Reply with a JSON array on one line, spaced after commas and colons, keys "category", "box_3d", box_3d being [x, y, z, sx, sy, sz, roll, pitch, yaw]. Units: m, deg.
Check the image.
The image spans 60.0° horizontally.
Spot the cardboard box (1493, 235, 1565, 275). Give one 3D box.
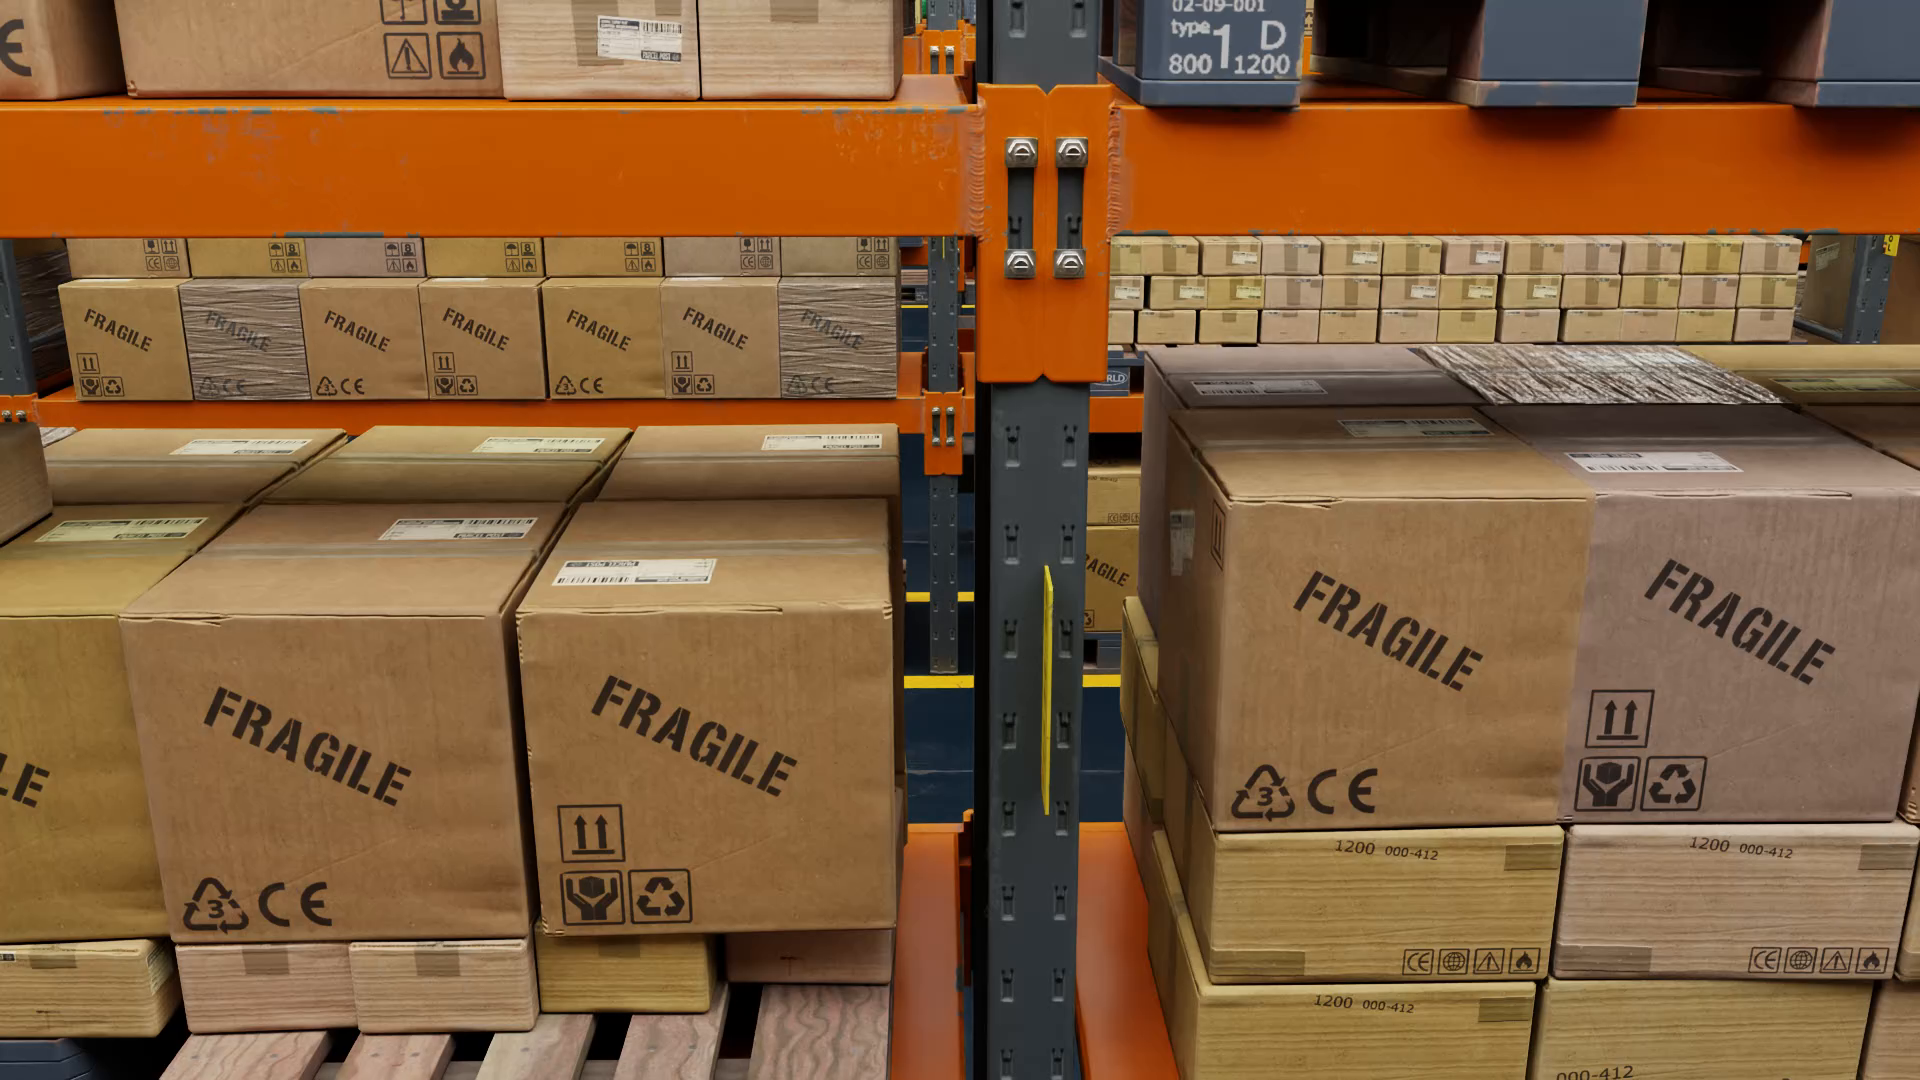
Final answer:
[{"category": "cardboard box", "box_3d": [2.485, -1.278, 7.372, 0.250, 0.149, 0.380, -1, 18, -3]}]

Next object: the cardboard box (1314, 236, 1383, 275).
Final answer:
[{"category": "cardboard box", "box_3d": [1.699, -1.274, 7.359, 0.250, 0.149, 0.380, 0, 18, 1]}]

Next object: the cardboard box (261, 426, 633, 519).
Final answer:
[{"category": "cardboard box", "box_3d": [-0.876, 0.098, 2.994, 0.500, 0.500, 0.500, 1, 18, 2]}]

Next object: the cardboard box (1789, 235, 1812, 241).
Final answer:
[{"category": "cardboard box", "box_3d": [6.062, -2.285, 12.172, 0.250, 0.149, 0.380, 0, 18, 0]}]

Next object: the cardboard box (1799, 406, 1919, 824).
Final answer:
[{"category": "cardboard box", "box_3d": [1.609, 0.096, 2.537, 0.500, 0.500, 0.500, 0, 18, 1]}]

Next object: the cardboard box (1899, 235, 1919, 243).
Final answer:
[{"category": "cardboard box", "box_3d": [4.374, -1.573, 7.253, 0.500, 0.500, 0.500, 0, 18, 0]}]

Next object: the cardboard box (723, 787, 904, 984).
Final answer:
[{"category": "cardboard box", "box_3d": [-0.226, 0.544, 2.665, 0.250, 0.149, 0.380, 0, 18, 1]}]

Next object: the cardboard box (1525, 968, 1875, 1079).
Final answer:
[{"category": "cardboard box", "box_3d": [1.105, 0.689, 2.735, 0.500, 0.250, 0.500, -1, 18, -2]}]

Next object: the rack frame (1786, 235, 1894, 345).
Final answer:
[{"category": "rack frame", "box_3d": [3.919, -0.980, 7.692, 0.127, 3.000, 1.000, 0, 18, -1]}]

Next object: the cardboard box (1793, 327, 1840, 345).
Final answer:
[{"category": "cardboard box", "box_3d": [4.201, -0.933, 7.957, 0.250, 0.149, 0.380, 0, 18, -1]}]

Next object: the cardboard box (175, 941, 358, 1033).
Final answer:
[{"category": "cardboard box", "box_3d": [-0.995, 0.581, 2.550, 0.250, 0.149, 0.380, -1, 18, -3]}]

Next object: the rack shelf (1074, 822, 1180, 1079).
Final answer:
[{"category": "rack shelf", "box_3d": [2.098, 0.884, 3.060, 4.000, 0.370, 1.077, 0, 18, -1]}]

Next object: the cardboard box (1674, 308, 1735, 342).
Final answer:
[{"category": "cardboard box", "box_3d": [3.265, -0.996, 7.467, 0.250, 0.149, 0.380, 0, 18, -1]}]

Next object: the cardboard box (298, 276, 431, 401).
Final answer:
[{"category": "cardboard box", "box_3d": [-2.545, -0.914, 7.321, 0.500, 0.500, 0.500, 0, 18, -1]}]

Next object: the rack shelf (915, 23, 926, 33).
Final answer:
[{"category": "rack shelf", "box_3d": [-2.058, -3.552, 11.977, 4.000, 0.370, 1.077, 0, 18, -1]}]

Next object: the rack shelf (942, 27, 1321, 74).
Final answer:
[{"category": "rack shelf", "box_3d": [1.919, -2.056, 7.313, 4.000, 0.370, 1.077, 0, 18, -1]}]

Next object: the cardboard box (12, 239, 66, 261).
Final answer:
[{"category": "cardboard box", "box_3d": [-4.450, -1.536, 7.411, 0.550, 0.550, 0.875, 0, 18, -1]}]

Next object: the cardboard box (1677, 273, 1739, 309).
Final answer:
[{"category": "cardboard box", "box_3d": [3.261, -1.138, 7.421, 0.250, 0.149, 0.380, 0, 18, 0]}]

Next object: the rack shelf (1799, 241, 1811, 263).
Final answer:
[{"category": "rack shelf", "box_3d": [5.941, -2.162, 12.555, 4.000, 0.370, 1.077, 0, 18, -1]}]

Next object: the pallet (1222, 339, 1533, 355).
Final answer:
[{"category": "pallet", "box_3d": [1.898, -0.891, 7.730, 1.213, 0.211, 1.003, 0, 18, -1]}]

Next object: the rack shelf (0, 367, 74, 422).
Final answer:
[{"category": "rack shelf", "box_3d": [-6.080, -0.589, 7.651, 4.000, 0.370, 1.077, 0, 18, -1]}]

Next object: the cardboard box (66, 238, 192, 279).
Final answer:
[{"category": "cardboard box", "box_3d": [-3.584, -1.469, 7.416, 0.500, 0.500, 0.700, -1, 18, -2]}]

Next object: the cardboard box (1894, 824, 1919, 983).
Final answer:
[{"category": "cardboard box", "box_3d": [1.624, 0.456, 2.642, 0.500, 0.250, 0.500, 0, 18, -1]}]

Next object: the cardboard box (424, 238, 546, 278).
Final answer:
[{"category": "cardboard box", "box_3d": [-2.059, -1.477, 7.440, 0.500, 0.500, 0.700, 0, 18, -1]}]

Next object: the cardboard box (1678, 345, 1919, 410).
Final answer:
[{"category": "cardboard box", "box_3d": [1.621, -0.061, 3.026, 0.500, 0.500, 0.500, 0, 18, -1]}]

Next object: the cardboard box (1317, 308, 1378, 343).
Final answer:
[{"category": "cardboard box", "box_3d": [1.696, -0.988, 7.442, 0.250, 0.149, 0.380, 0, 18, 0]}]

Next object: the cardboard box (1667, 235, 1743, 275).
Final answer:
[{"category": "cardboard box", "box_3d": [3.252, -1.280, 7.378, 0.250, 0.149, 0.380, -1, 18, -3]}]

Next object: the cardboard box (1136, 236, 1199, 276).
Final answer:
[{"category": "cardboard box", "box_3d": [0.898, -1.269, 7.343, 0.250, 0.149, 0.380, 0, 18, -1]}]

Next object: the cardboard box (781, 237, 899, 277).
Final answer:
[{"category": "cardboard box", "box_3d": [-0.530, -1.485, 7.466, 0.500, 0.500, 0.700, 0, 18, -1]}]

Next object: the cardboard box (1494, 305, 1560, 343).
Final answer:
[{"category": "cardboard box", "box_3d": [2.487, -0.992, 7.452, 0.250, 0.149, 0.380, -1, 18, -3]}]

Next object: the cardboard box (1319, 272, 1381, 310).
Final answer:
[{"category": "cardboard box", "box_3d": [1.693, -1.130, 7.397, 0.250, 0.149, 0.380, 0, 18, -1]}]

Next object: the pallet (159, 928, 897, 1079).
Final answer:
[{"category": "pallet", "box_3d": [-0.612, 0.678, 2.837, 1.003, 0.211, 1.213, 0, 18, -1]}]

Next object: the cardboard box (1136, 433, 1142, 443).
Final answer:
[{"category": "cardboard box", "box_3d": [1.104, -0.417, 8.113, 0.500, 0.250, 0.500, 0, 18, 0]}]

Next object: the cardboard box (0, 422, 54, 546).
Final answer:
[{"category": "cardboard box", "box_3d": [-1.533, -0.053, 2.403, 0.250, 0.149, 0.380, -1, 18, -3]}]

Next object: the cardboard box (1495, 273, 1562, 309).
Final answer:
[{"category": "cardboard box", "box_3d": [2.479, -1.134, 7.409, 0.250, 0.149, 0.380, -1, 18, -4]}]

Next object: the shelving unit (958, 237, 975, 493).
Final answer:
[{"category": "shelving unit", "box_3d": [0.166, -1.001, 9.229, 0.503, 2.100, 0.431, 0, 18, -1]}]

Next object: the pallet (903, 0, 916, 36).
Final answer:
[{"category": "pallet", "box_3d": [-0.724, -2.280, 7.142, 1.003, 0.211, 1.213, 1, 18, 2]}]

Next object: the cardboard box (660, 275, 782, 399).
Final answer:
[{"category": "cardboard box", "box_3d": [-1.025, -0.922, 7.348, 0.500, 0.500, 0.500, 0, 18, -1]}]

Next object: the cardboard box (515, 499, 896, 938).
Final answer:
[{"category": "cardboard box", "box_3d": [-0.352, 0.249, 2.524, 0.500, 0.500, 0.500, -1, 18, -2]}]

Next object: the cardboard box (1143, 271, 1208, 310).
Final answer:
[{"category": "cardboard box", "box_3d": [0.944, -1.128, 7.390, 0.250, 0.149, 0.380, -1, 18, -3]}]

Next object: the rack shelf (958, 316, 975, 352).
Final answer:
[{"category": "rack shelf", "box_3d": [0.166, -0.988, 9.233, 0.480, 0.518, 0.431, 0, 18, -1]}]

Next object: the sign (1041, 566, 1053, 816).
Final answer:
[{"category": "sign", "box_3d": [0.117, 0.203, 2.239, 0.005, 0.325, 0.100, 0, 18, -1]}]

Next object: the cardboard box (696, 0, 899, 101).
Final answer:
[{"category": "cardboard box", "box_3d": [-0.213, -0.692, 2.296, 0.250, 0.149, 0.380, 0, 18, -1]}]

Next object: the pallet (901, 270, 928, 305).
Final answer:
[{"category": "pallet", "box_3d": [-0.911, -2.669, 17.522, 1.213, 0.211, 1.003, 0, 18, -1]}]

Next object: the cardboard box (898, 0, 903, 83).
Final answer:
[{"category": "cardboard box", "box_3d": [-0.219, -0.808, 2.657, 0.250, 0.149, 0.380, 0, 18, -1]}]

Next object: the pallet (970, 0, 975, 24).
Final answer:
[{"category": "pallet", "box_3d": [0.585, -3.834, 11.986, 1.003, 0.211, 1.213, 1, 18, 2]}]

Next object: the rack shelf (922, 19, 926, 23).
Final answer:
[{"category": "rack shelf", "box_3d": [-2.136, -5.065, 16.693, 4.000, 0.370, 1.077, 0, 18, -1]}]

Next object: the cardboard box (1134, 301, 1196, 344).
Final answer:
[{"category": "cardboard box", "box_3d": [0.908, -0.984, 7.429, 0.250, 0.149, 0.380, 1, 18, 2]}]
